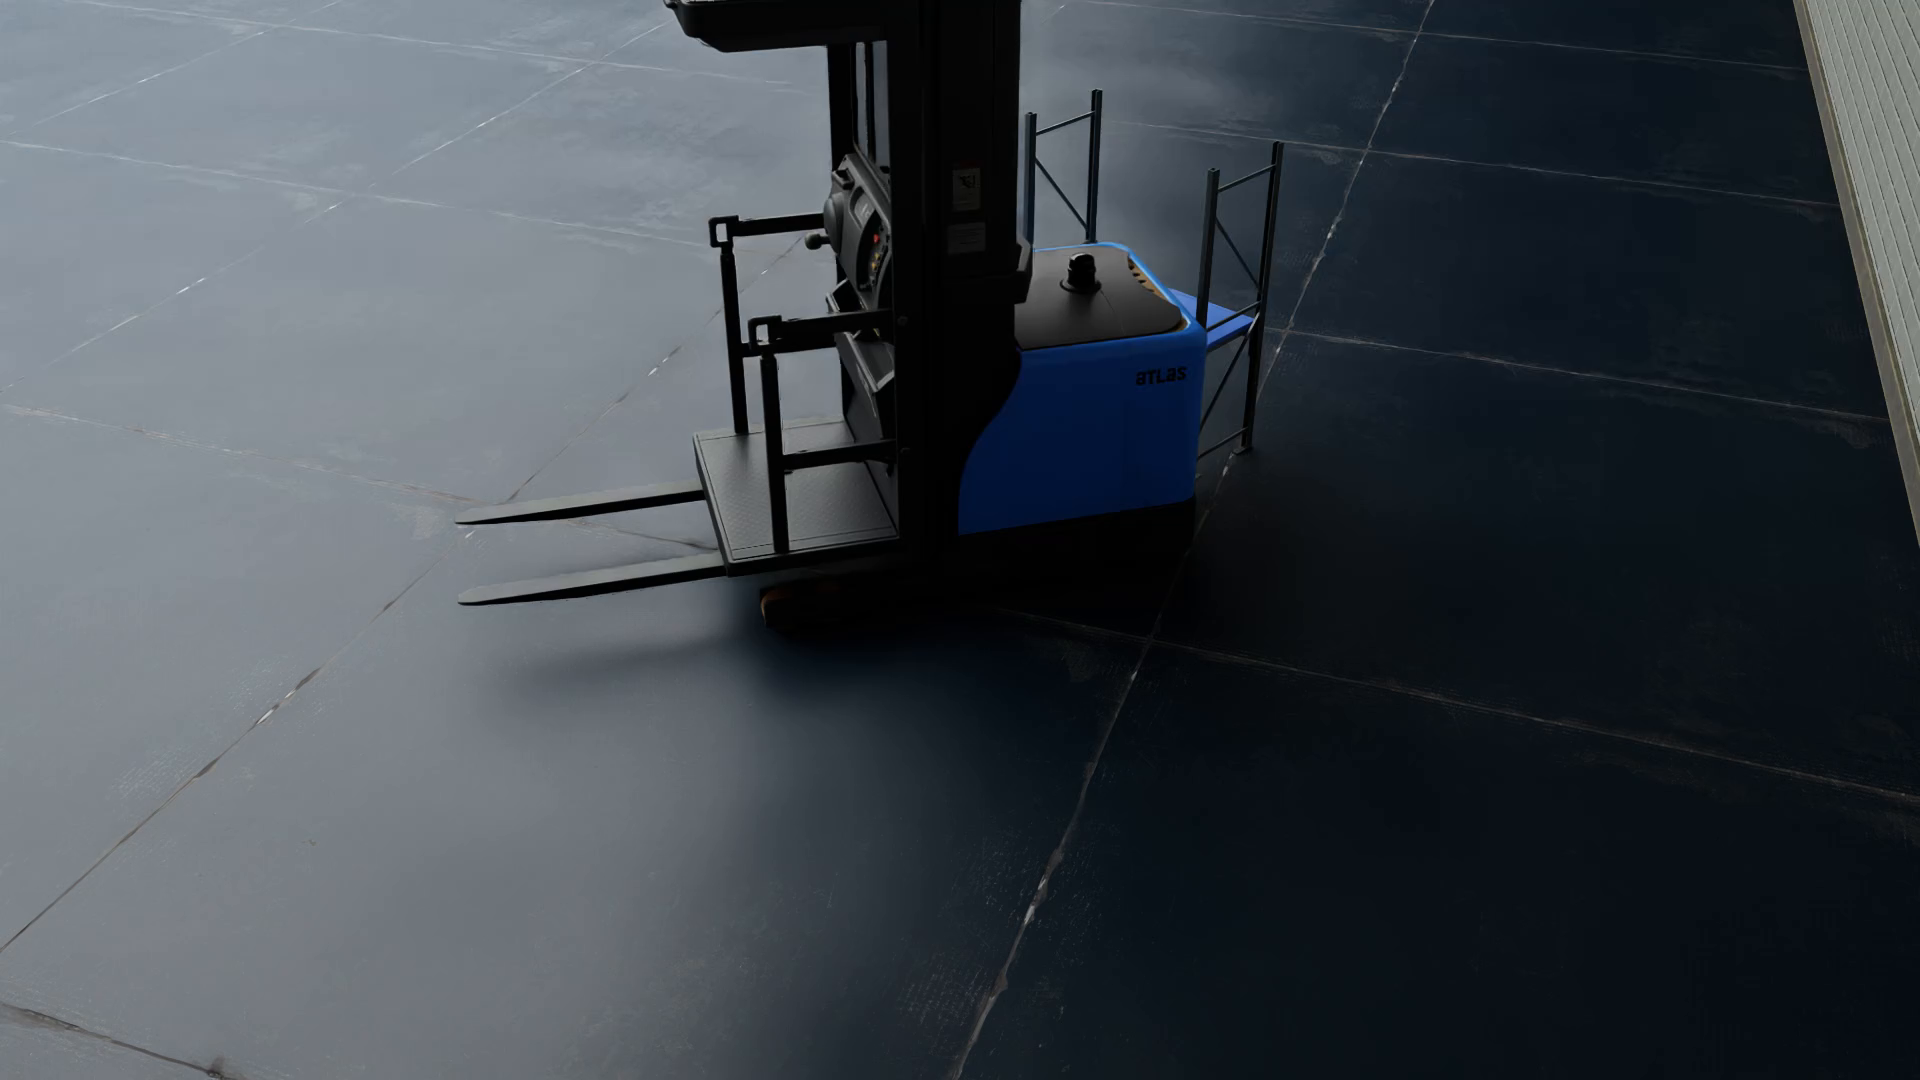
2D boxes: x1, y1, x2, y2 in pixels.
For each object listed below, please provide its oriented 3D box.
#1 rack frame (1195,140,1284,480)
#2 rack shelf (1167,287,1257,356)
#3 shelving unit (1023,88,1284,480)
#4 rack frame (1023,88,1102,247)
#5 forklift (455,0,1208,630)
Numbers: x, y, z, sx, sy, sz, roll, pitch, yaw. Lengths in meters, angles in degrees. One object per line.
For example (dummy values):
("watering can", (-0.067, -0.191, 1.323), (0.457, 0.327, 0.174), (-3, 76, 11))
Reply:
("rack frame", (1.205, -0.985, 7.393), (0.032, 1.500, 0.500), (28, 42, 36))
("rack shelf", (0.841, -1.026, 7.789), (1.000, 0.185, 0.538), (28, 42, 36))
("shelving unit", (0.841, -1.178, 7.691), (1.048, 1.500, 0.538), (28, 42, 36))
("rack frame", (0.477, -1.370, 7.989), (0.032, 1.500, 0.500), (28, 42, 36))
("forklift", (-0.578, -1.190, 6.390), (3.031, 2.935, 1.130), (-8, 34, -13))
